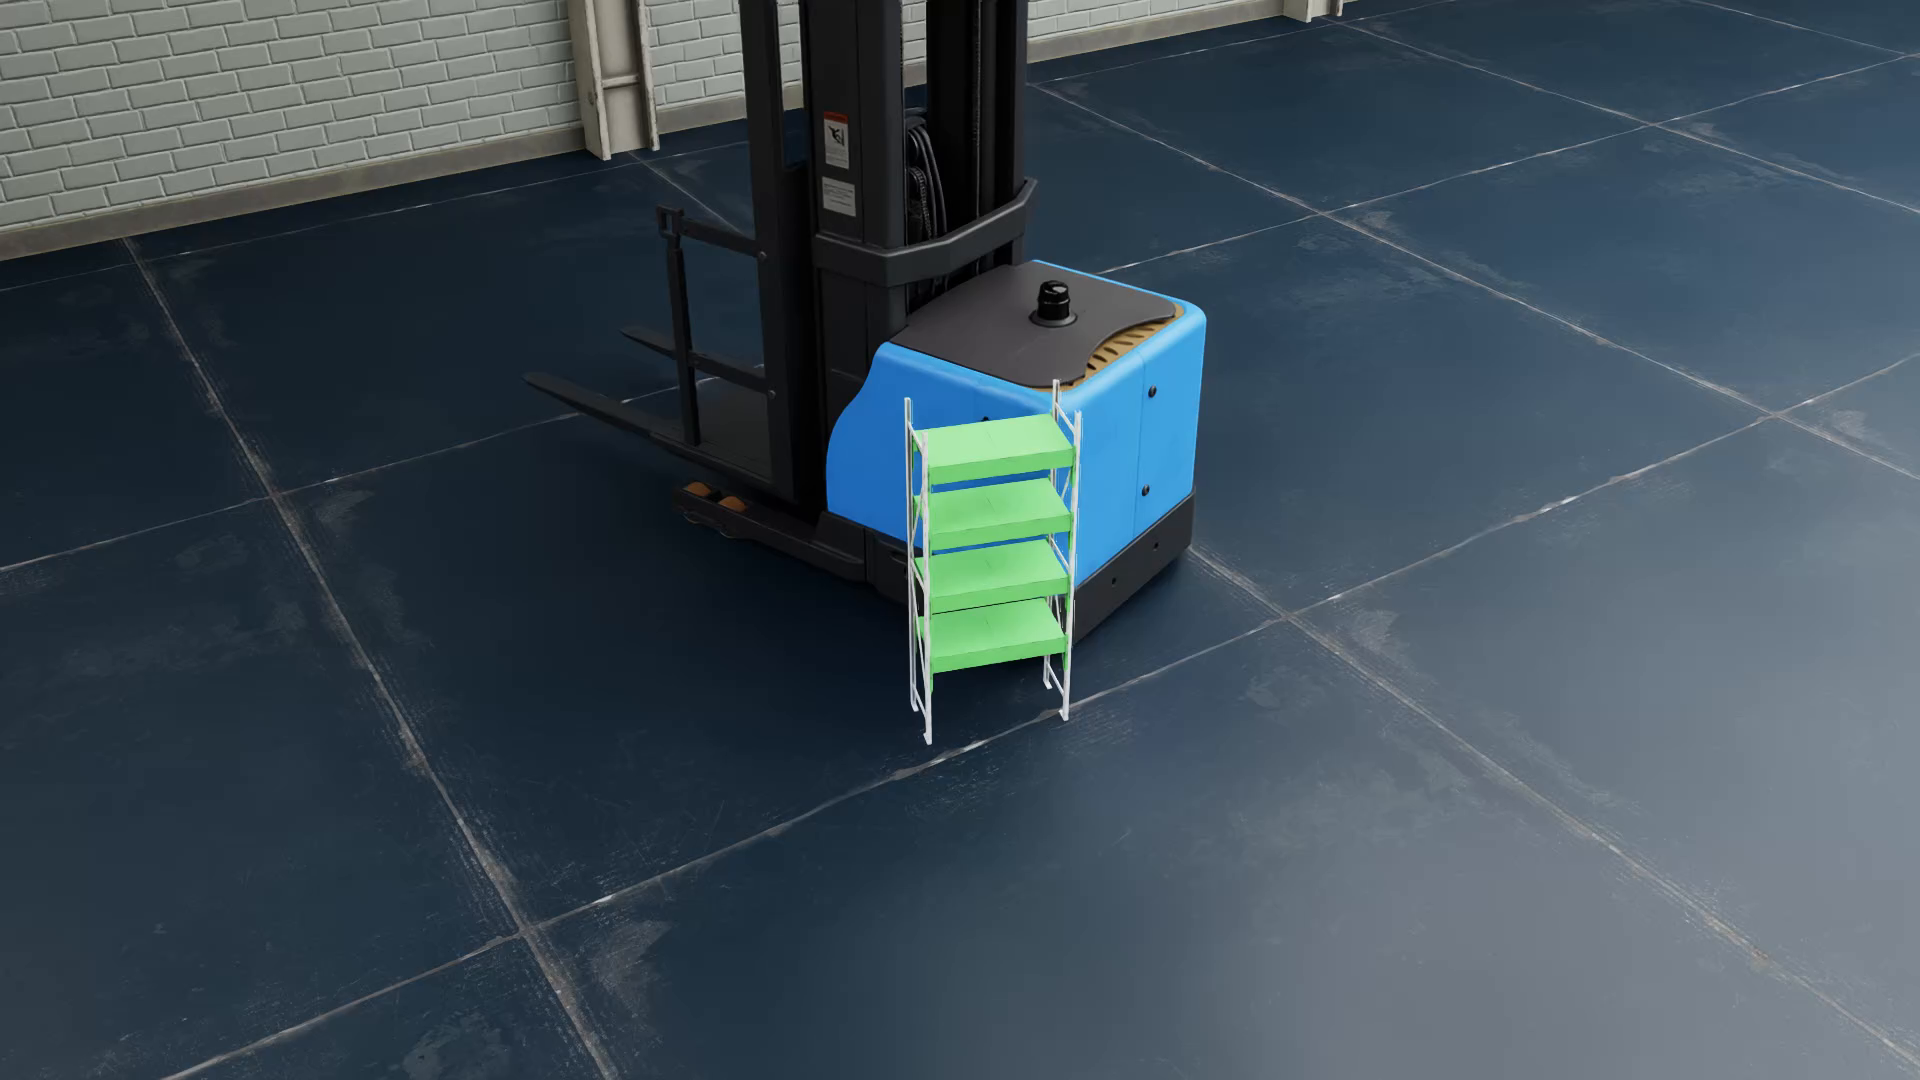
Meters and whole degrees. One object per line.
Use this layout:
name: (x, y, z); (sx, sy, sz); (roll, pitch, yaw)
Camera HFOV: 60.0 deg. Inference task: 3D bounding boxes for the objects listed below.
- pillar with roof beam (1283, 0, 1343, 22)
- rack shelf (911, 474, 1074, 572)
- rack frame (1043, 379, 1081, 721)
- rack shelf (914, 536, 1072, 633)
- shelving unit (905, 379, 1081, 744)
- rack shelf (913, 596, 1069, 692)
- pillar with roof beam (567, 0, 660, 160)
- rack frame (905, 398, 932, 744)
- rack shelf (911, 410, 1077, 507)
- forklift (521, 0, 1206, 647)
pillar with roof beam: (5.188, -6.149, 8.064); (0.400, 9.000, 9.100); (-19, 37, -27)
rack shelf: (0.101, -0.059, 5.388); (0.480, 0.148, 0.258); (-8, 33, -13)
rack frame: (0.336, 0.056, 5.536); (0.015, 1.200, 0.240); (-8, 33, -13)
rack shelf: (0.101, 0.144, 5.516); (0.480, 0.148, 0.258); (-8, 33, -13)
shelving unit: (0.101, 0.090, 5.482); (0.503, 1.200, 0.258); (-8, 33, -13)
rack shelf: (0.101, 0.347, 5.644); (0.480, 0.148, 0.258); (-8, 33, -13)
pillar with roof beam: (0.145, -4.415, 5.315); (0.400, 9.000, 9.100); (-19, 37, -27)
rack frame: (-0.135, 0.124, 5.428); (0.015, 1.200, 0.240); (-8, 33, -13)
rack shelf: (0.101, -0.262, 5.260); (0.480, 0.148, 0.258); (-8, 33, -13)
forklift: (-0.567, -1.451, 6.304); (3.031, 2.935, 1.130); (21, 38, 30)
